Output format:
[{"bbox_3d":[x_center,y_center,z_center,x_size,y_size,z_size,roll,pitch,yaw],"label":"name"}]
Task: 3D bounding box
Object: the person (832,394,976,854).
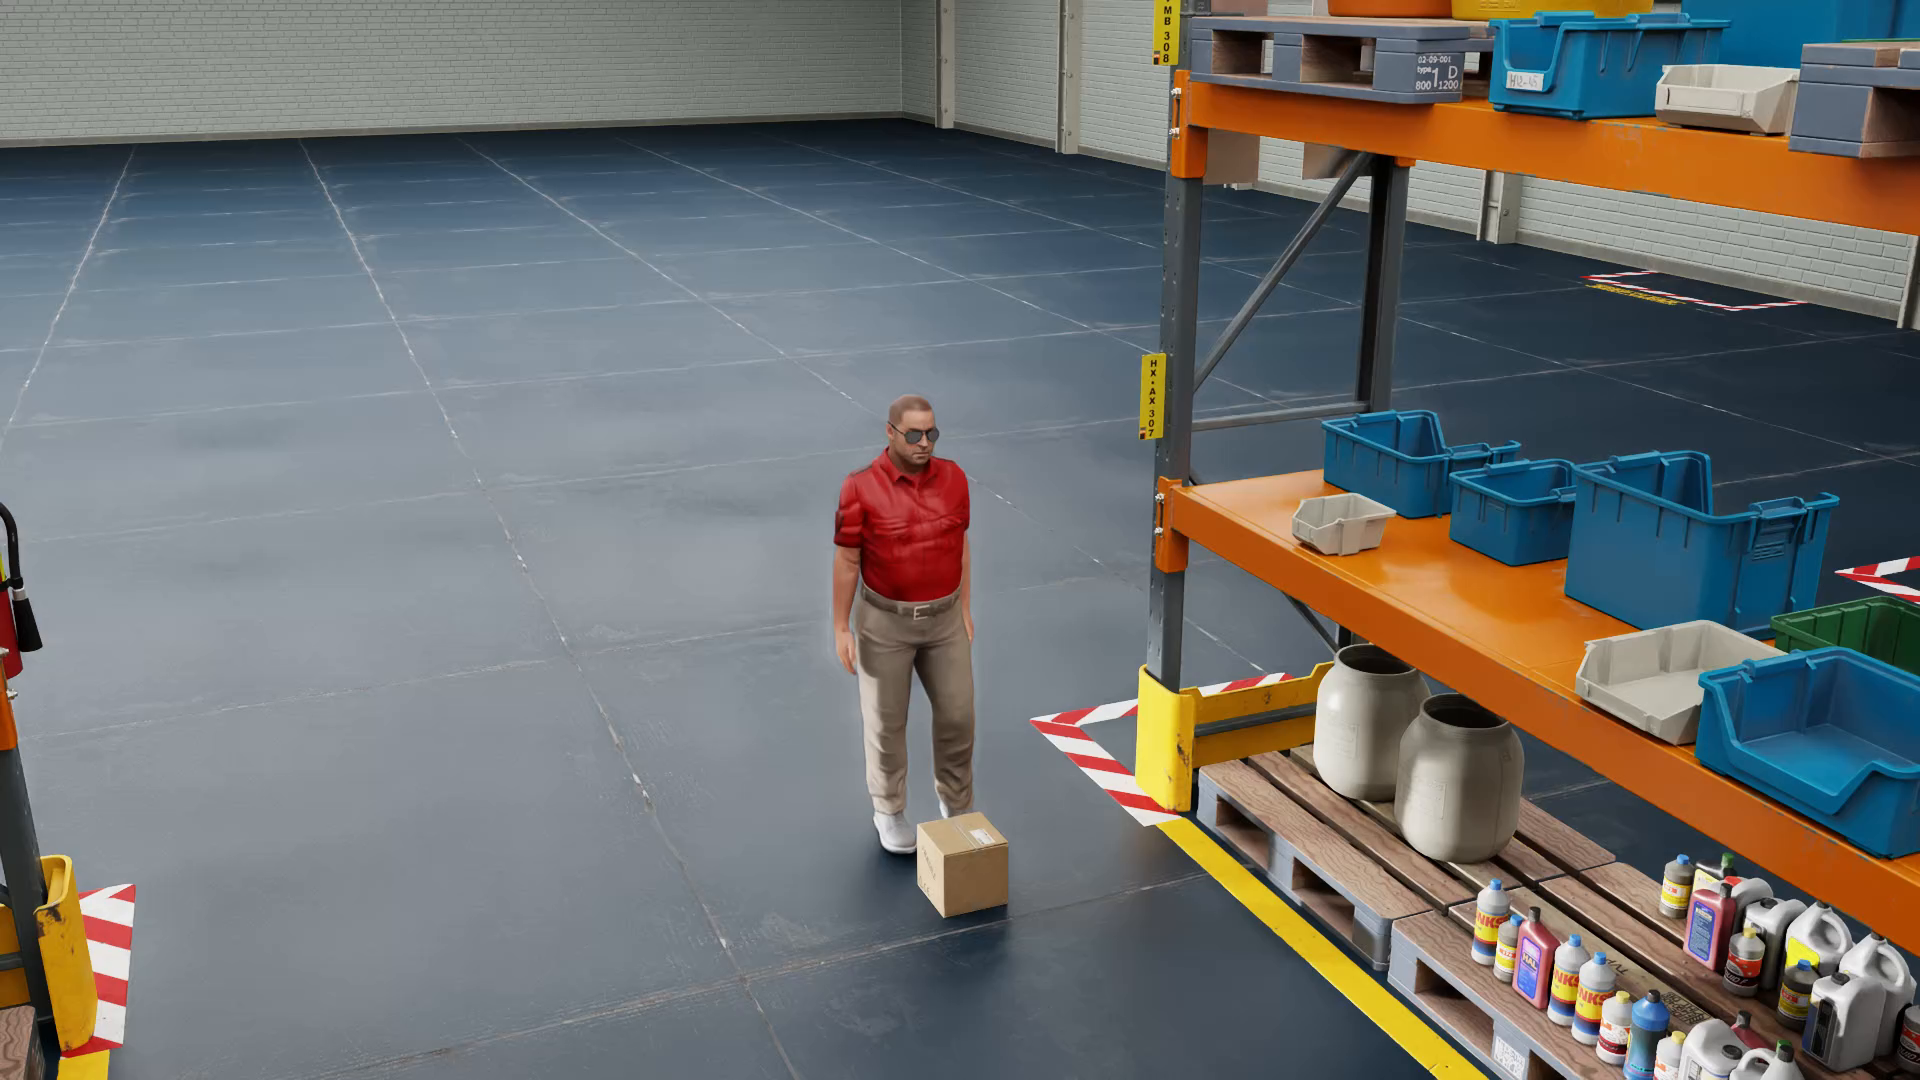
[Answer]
[{"bbox_3d":[-0.187,0.345,6.149,0.563,1.792,0.380,-8,20,-22],"label":"person"}]
